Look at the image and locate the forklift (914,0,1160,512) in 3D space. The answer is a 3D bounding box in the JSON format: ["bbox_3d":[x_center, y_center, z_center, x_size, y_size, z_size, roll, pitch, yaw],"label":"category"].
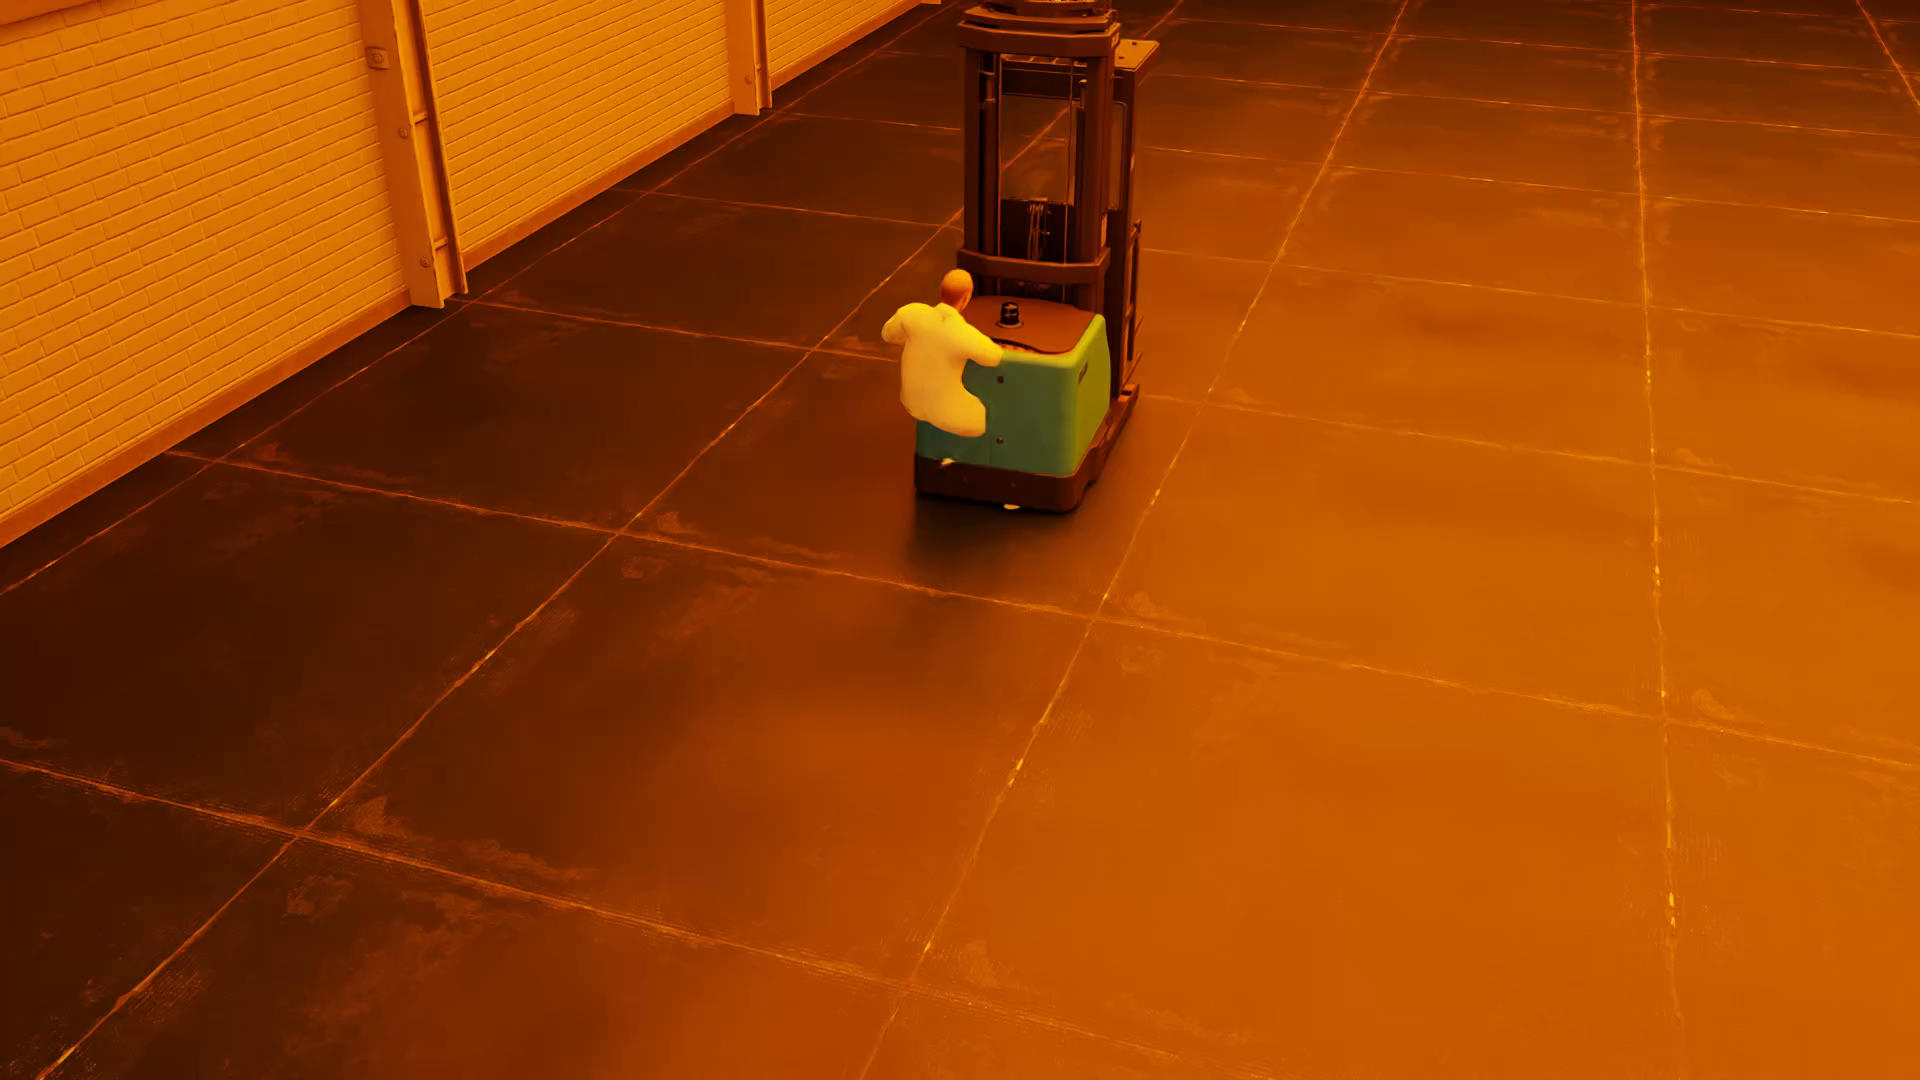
[{"bbox_3d":[0.635,-2.165,10.935,1.130,2.935,3.031,9,31,15],"label":"forklift"}]

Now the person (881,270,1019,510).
[{"bbox_3d":[0.008,-0.989,10.228,0.899,1.543,0.802,14,32,23],"label":"person"}]
